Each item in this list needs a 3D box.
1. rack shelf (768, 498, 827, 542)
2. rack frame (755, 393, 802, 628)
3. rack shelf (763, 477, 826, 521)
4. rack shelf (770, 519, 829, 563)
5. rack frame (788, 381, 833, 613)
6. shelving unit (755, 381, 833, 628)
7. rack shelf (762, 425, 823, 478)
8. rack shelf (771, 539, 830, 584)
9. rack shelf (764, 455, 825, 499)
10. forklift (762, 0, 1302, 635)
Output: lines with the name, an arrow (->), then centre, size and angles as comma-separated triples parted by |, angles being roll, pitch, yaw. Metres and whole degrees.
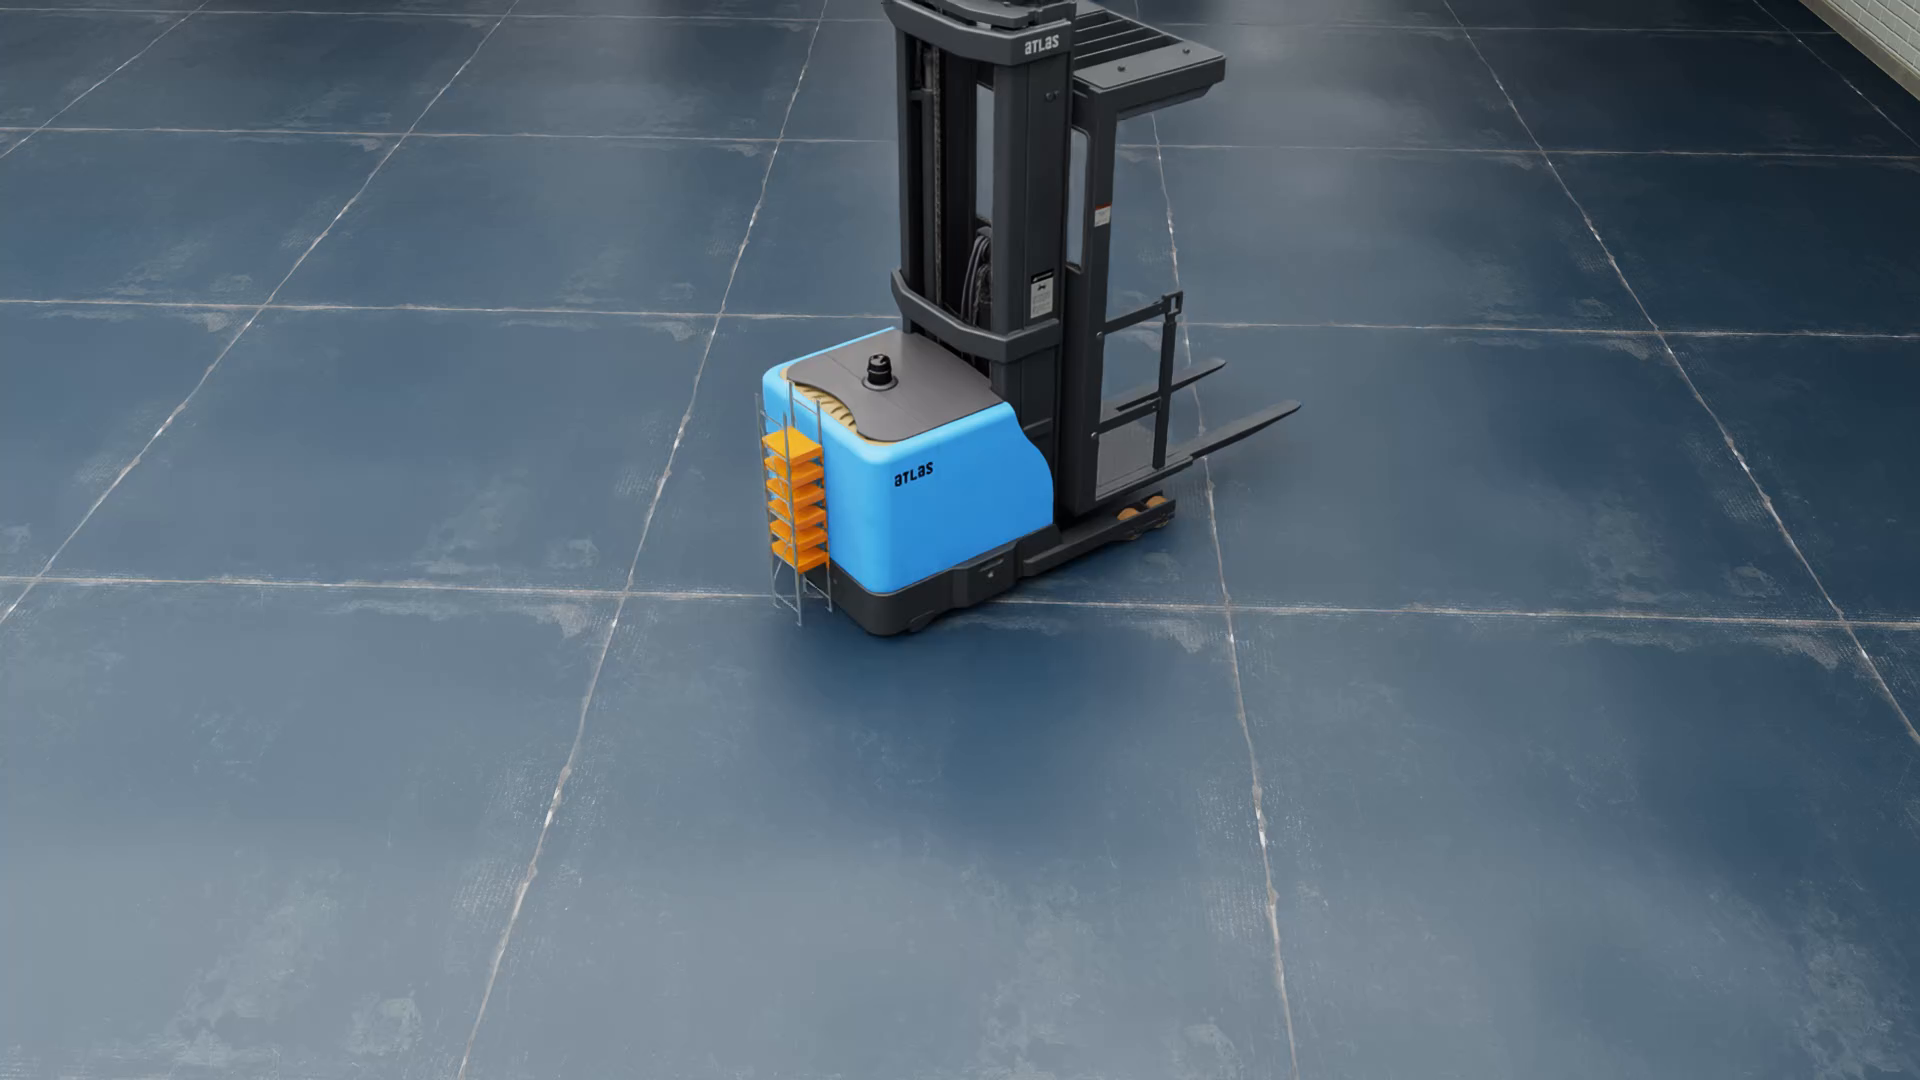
rack shelf -> -0.778, -0.117, 7.894 | 0.180, 0.103, 0.258 | -25, 42, -31
rack frame -> -0.849, -0.120, 7.821 | 0.006, 1.200, 0.240 | -25, 42, -31
rack shelf -> -0.779, -0.216, 7.826 | 0.180, 0.103, 0.258 | -25, 42, -31
rack shelf -> -0.777, -0.019, 7.962 | 0.180, 0.103, 0.258 | -25, 42, -31
rack frame -> -0.708, -0.188, 7.917 | 0.006, 1.200, 0.240 | -25, 42, -31
shelving unit -> -0.779, -0.154, 7.869 | 0.189, 1.200, 0.258 | -25, 42, -31
rack shelf -> -0.780, -0.414, 7.690 | 0.180, 0.103, 0.258 | -25, 42, -31
rack shelf -> -0.777, 0.080, 8.031 | 0.180, 0.103, 0.258 | -25, 42, -31
rack shelf -> -0.780, -0.315, 7.758 | 0.180, 0.103, 0.258 | -25, 42, -31
forklift -> 0.520, -1.421, 8.168 | 3.031, 2.935, 1.130 | -23, 41, -29
